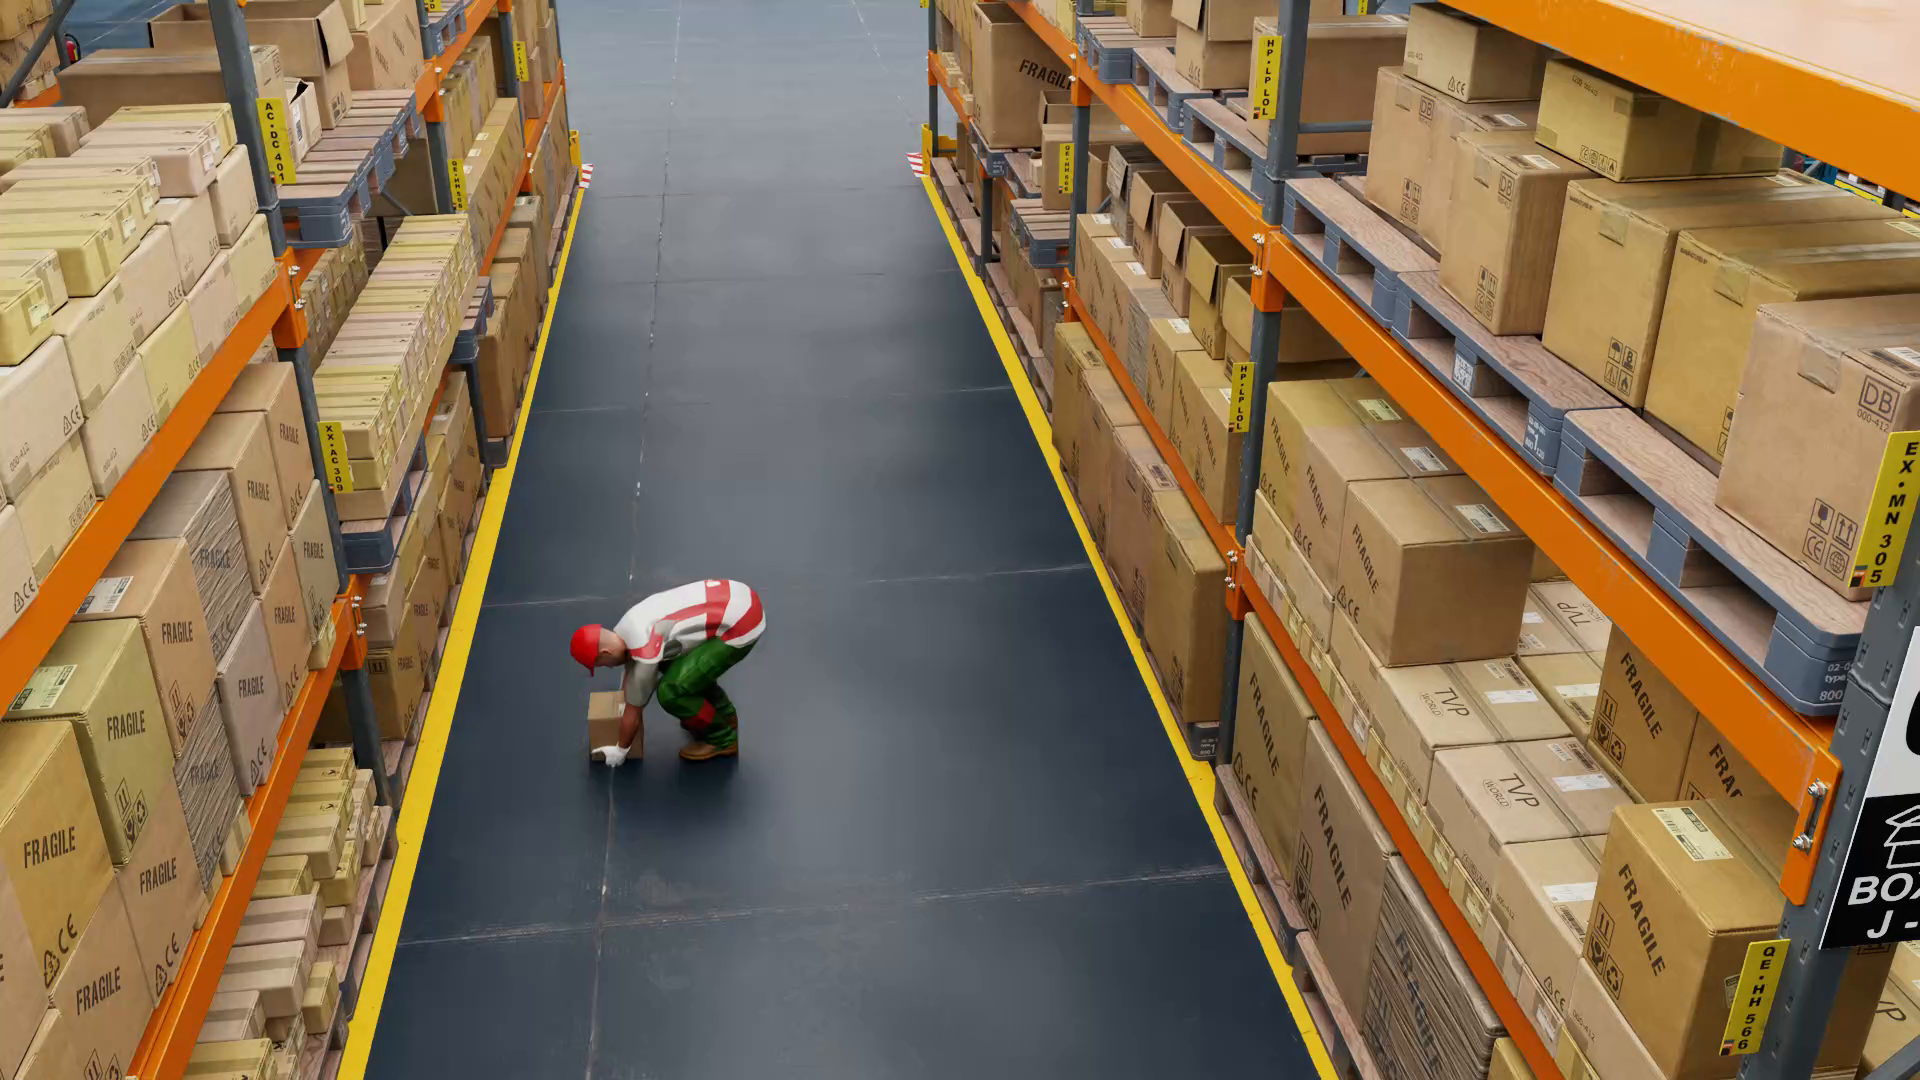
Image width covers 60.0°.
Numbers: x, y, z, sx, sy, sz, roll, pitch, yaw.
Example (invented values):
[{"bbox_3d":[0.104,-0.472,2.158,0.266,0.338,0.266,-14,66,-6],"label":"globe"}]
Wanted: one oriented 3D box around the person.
[{"bbox_3d":[-1.439,0.657,8.313,0.959,0.905,0.536,-5,27,-9],"label":"person"}]
